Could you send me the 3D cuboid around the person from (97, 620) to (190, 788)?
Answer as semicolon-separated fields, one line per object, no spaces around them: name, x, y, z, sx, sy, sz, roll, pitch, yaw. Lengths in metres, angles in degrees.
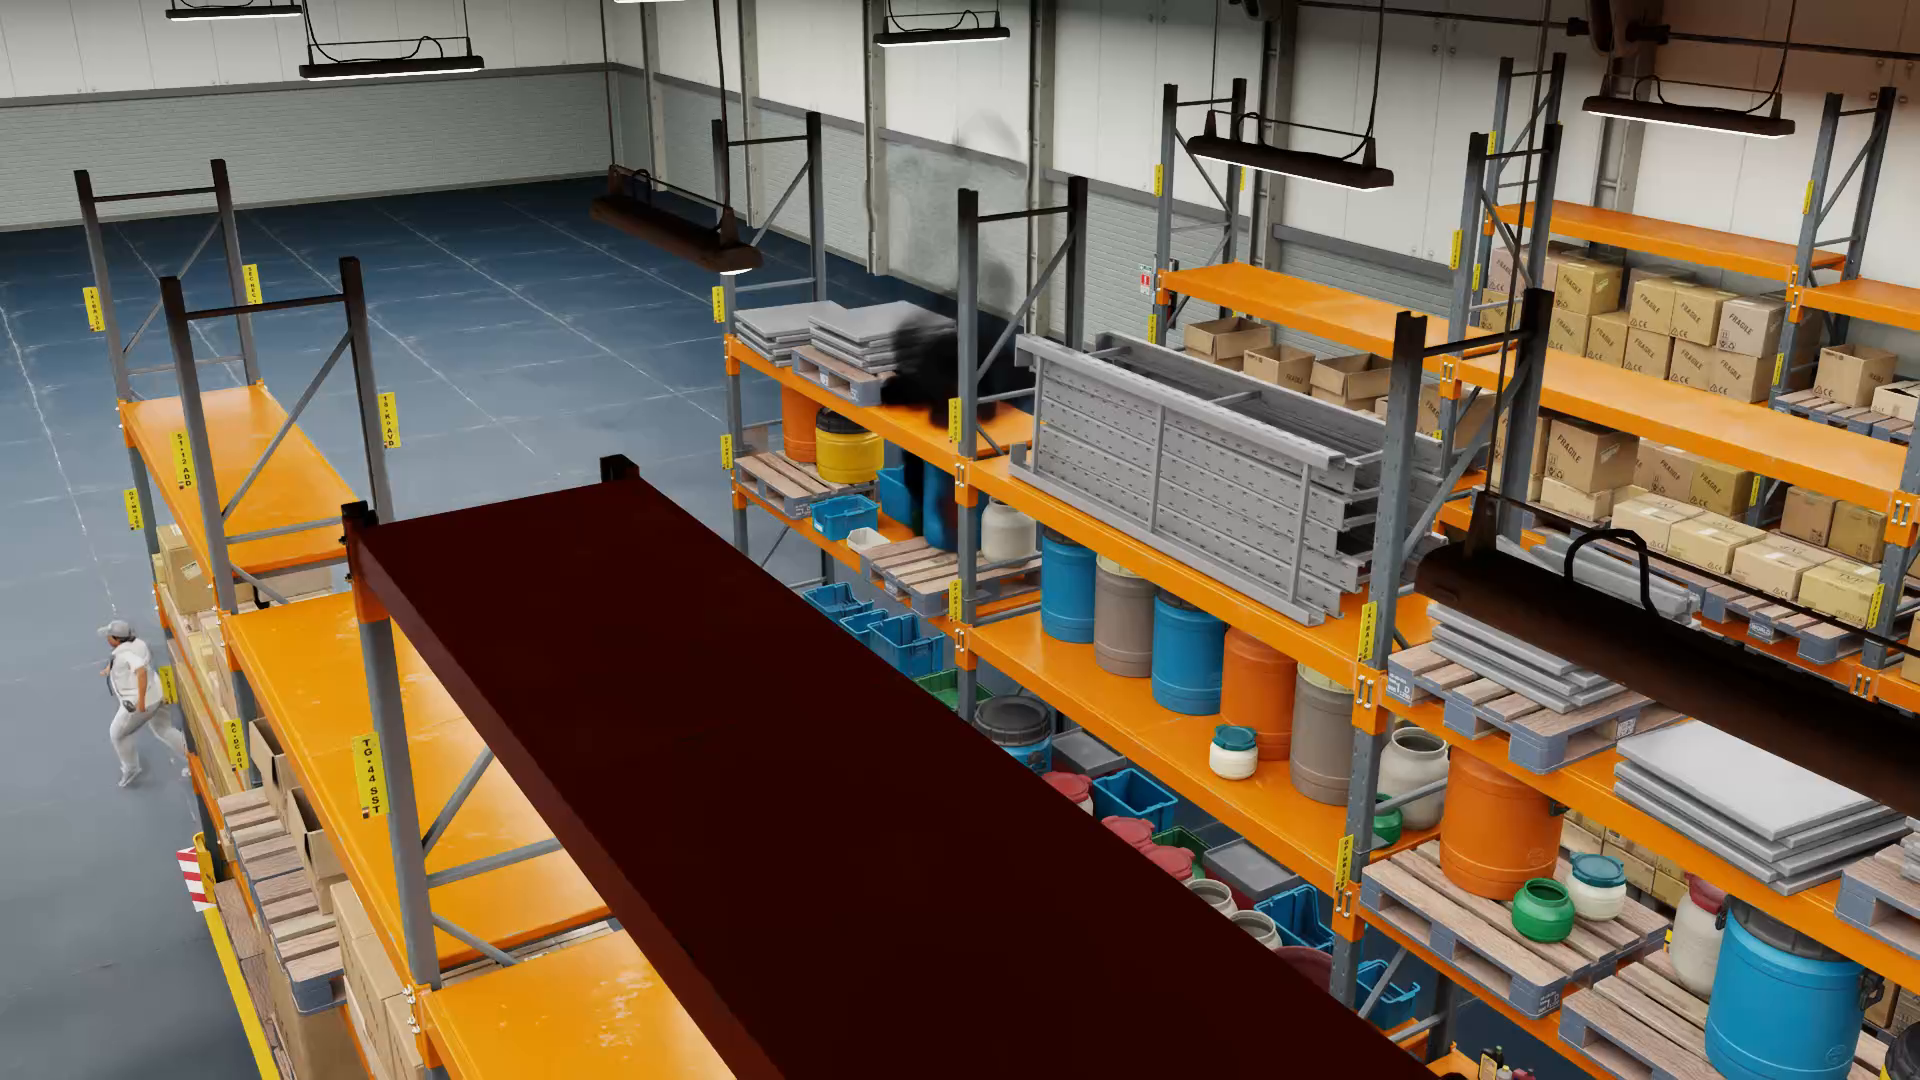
person;-7.504;1.534;15.393;0.860;1.704;0.627;0;22;-1
